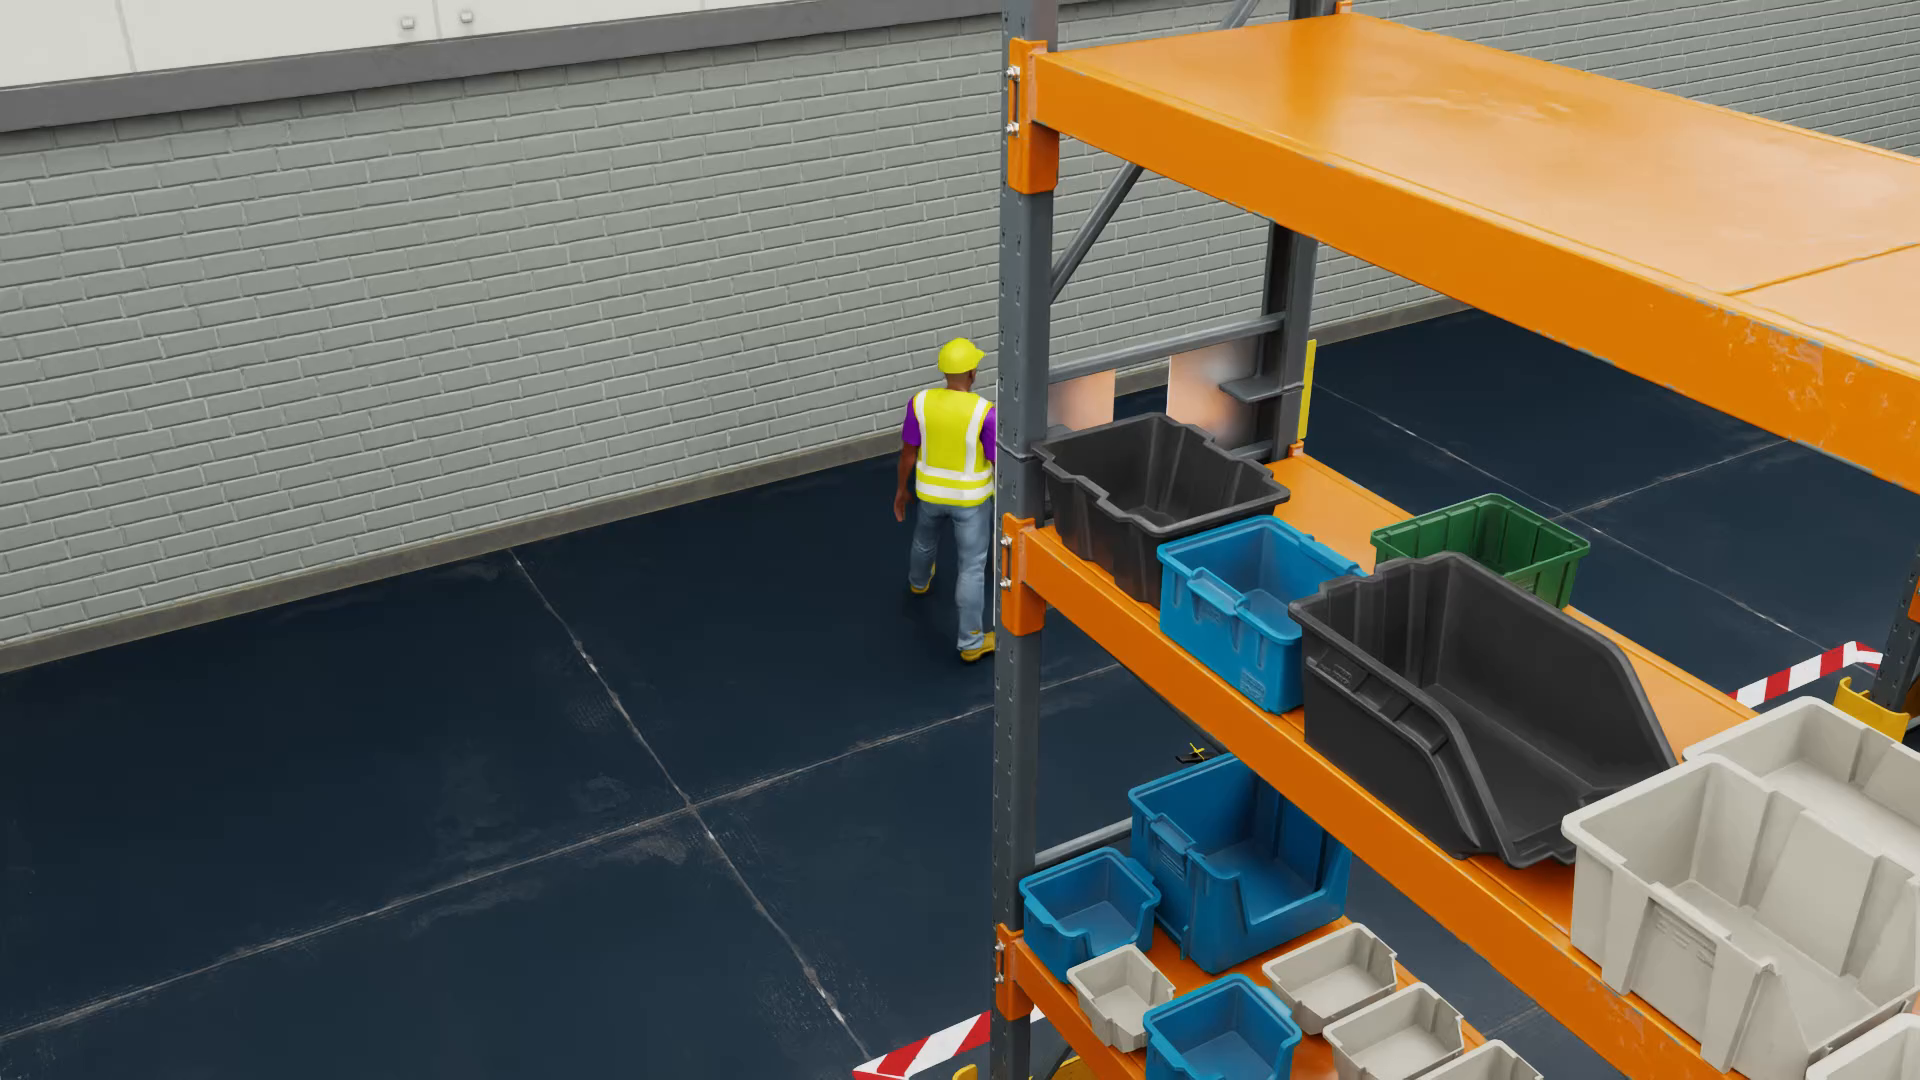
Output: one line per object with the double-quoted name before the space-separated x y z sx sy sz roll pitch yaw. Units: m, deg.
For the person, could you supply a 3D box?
"person" -0.037 -0.313 9.099 0.764 1.728 0.847 11 31 19
